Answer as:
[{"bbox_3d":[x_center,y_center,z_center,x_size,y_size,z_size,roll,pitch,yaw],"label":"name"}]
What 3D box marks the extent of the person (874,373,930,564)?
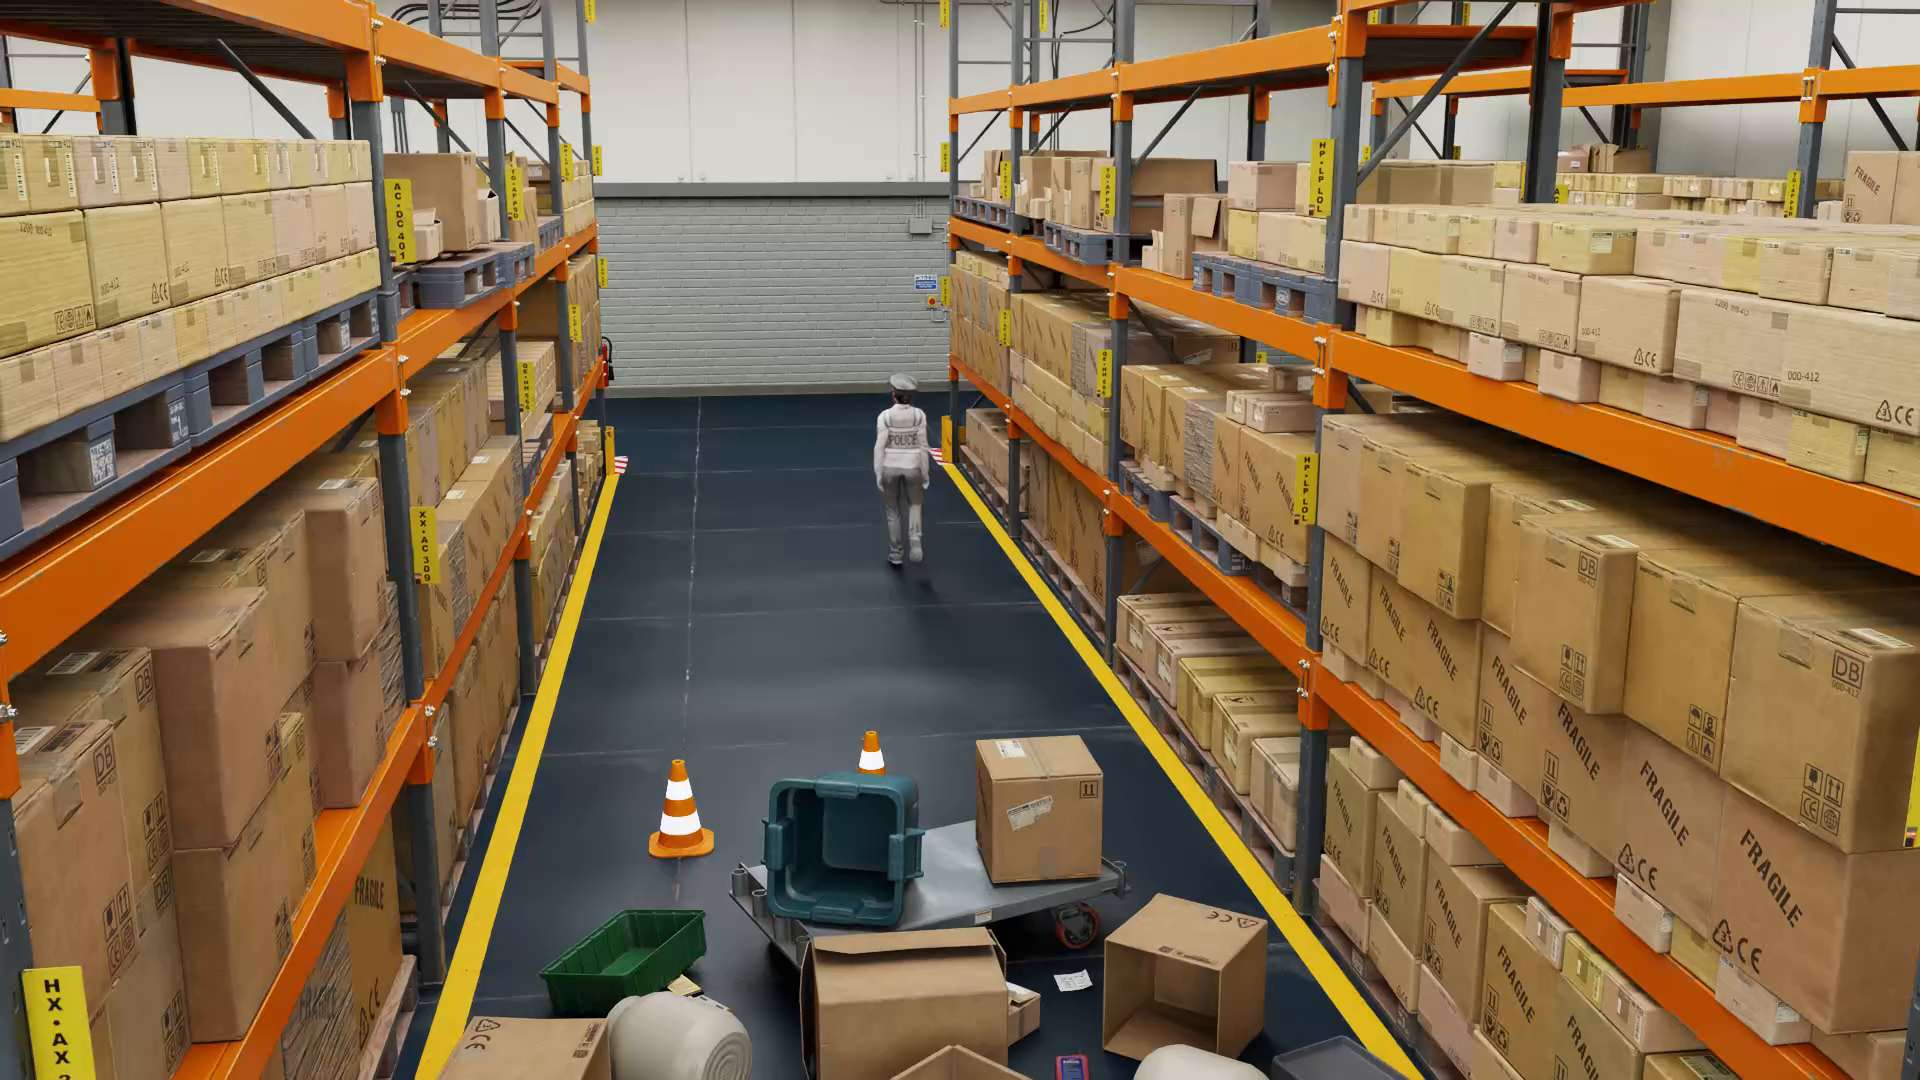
[{"bbox_3d":[-0.504,-0.600,14.376,0.488,1.677,0.511,-2,13,-9],"label":"person"}]
